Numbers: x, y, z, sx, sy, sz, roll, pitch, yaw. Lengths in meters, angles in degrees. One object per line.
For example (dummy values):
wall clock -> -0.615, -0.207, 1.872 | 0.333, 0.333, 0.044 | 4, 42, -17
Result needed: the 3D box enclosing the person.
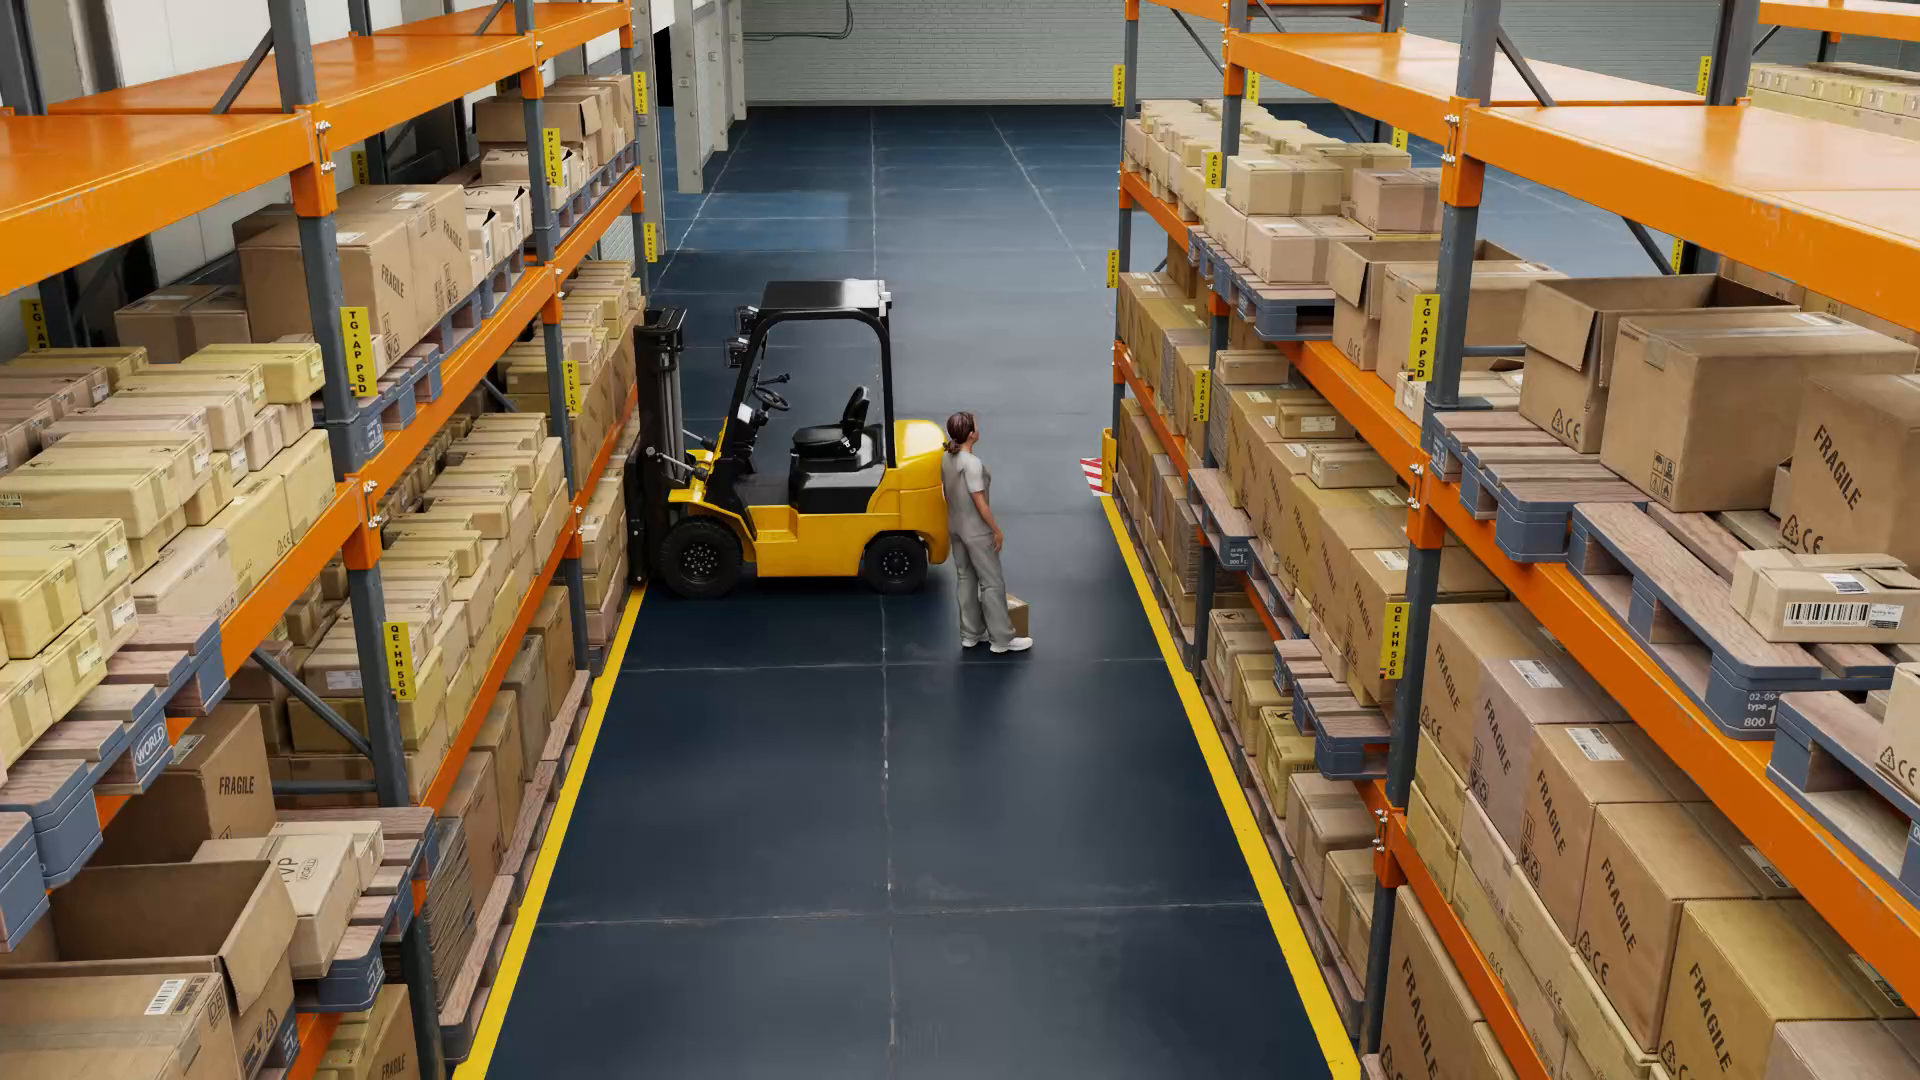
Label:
person -> 0.142, -0.072, 11.246 | 0.548, 1.673, 0.550 | -12, 24, -30
